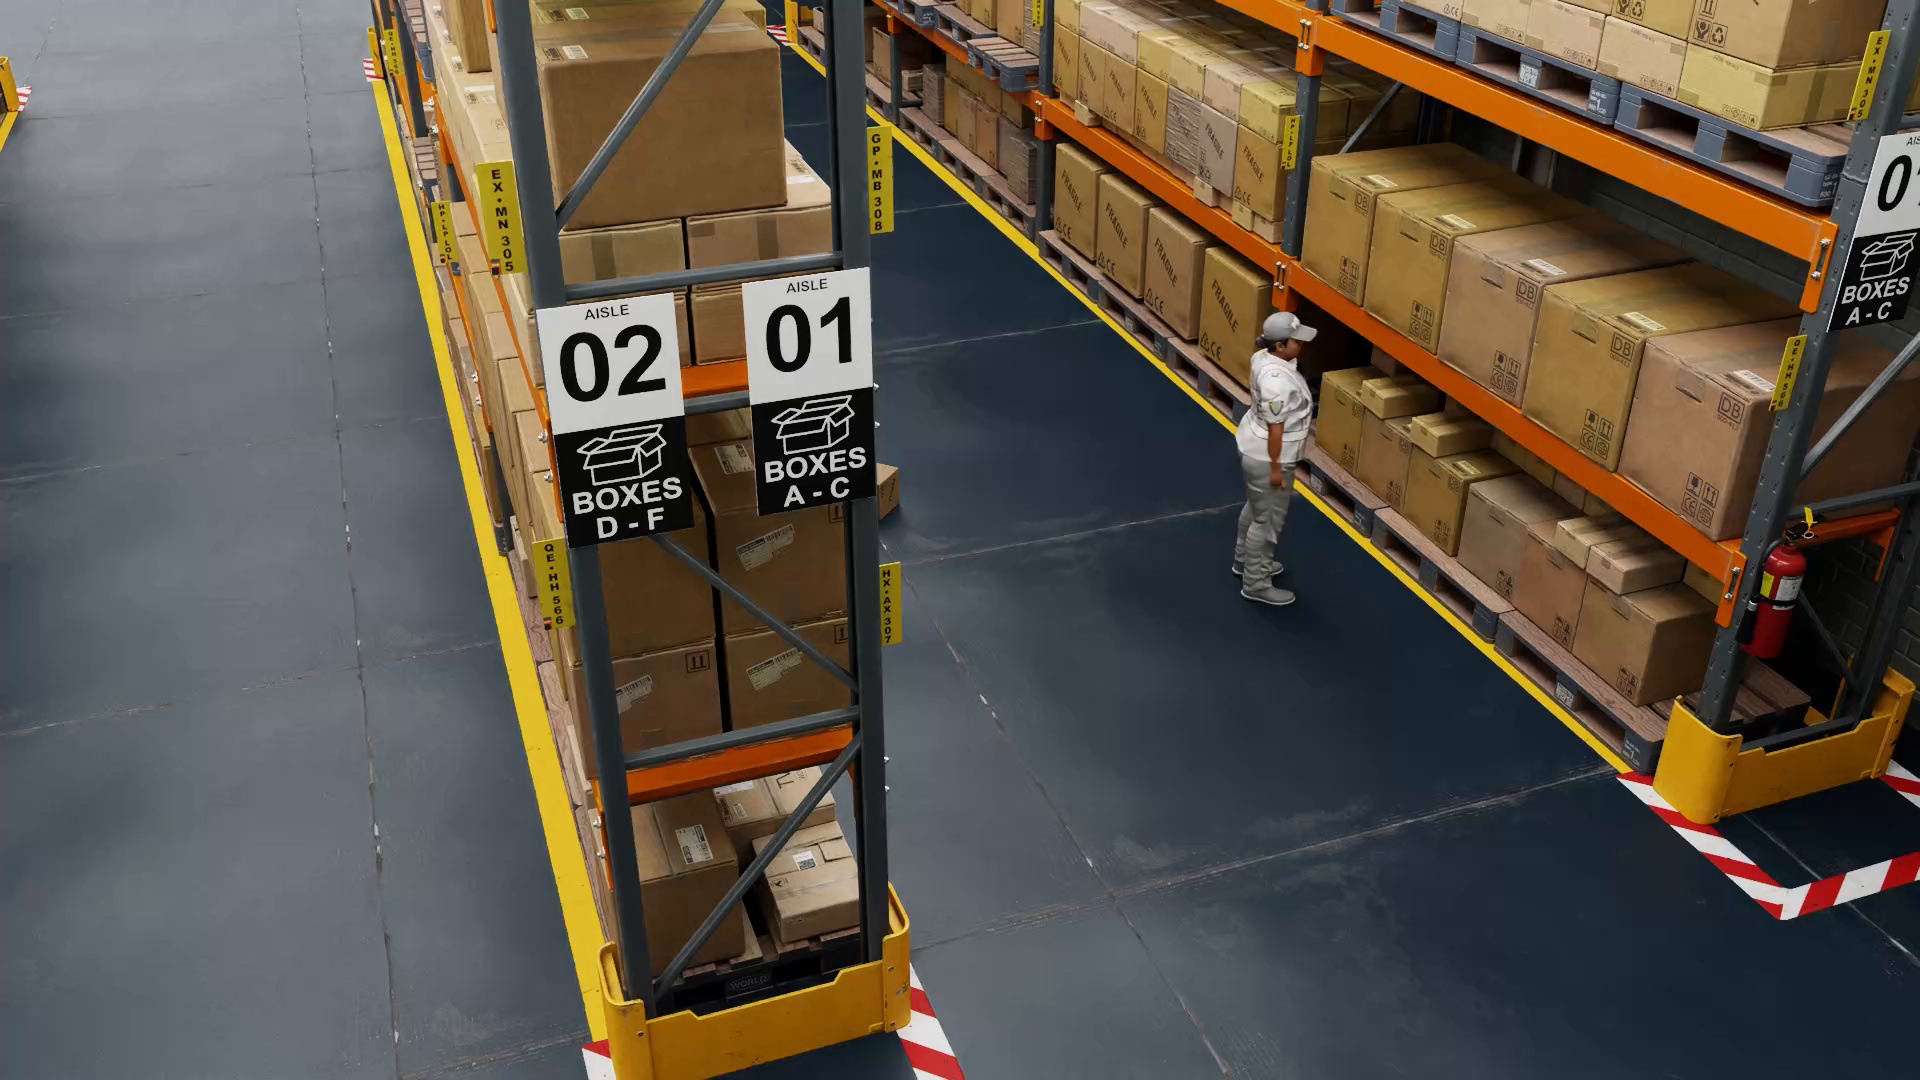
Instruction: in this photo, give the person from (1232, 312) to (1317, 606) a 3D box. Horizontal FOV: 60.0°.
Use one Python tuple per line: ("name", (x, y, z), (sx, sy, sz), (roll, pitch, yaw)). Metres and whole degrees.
("person", (1.717, -0.465, 9.140), (0.393, 1.669, 0.480), (-1, 30, -1))
